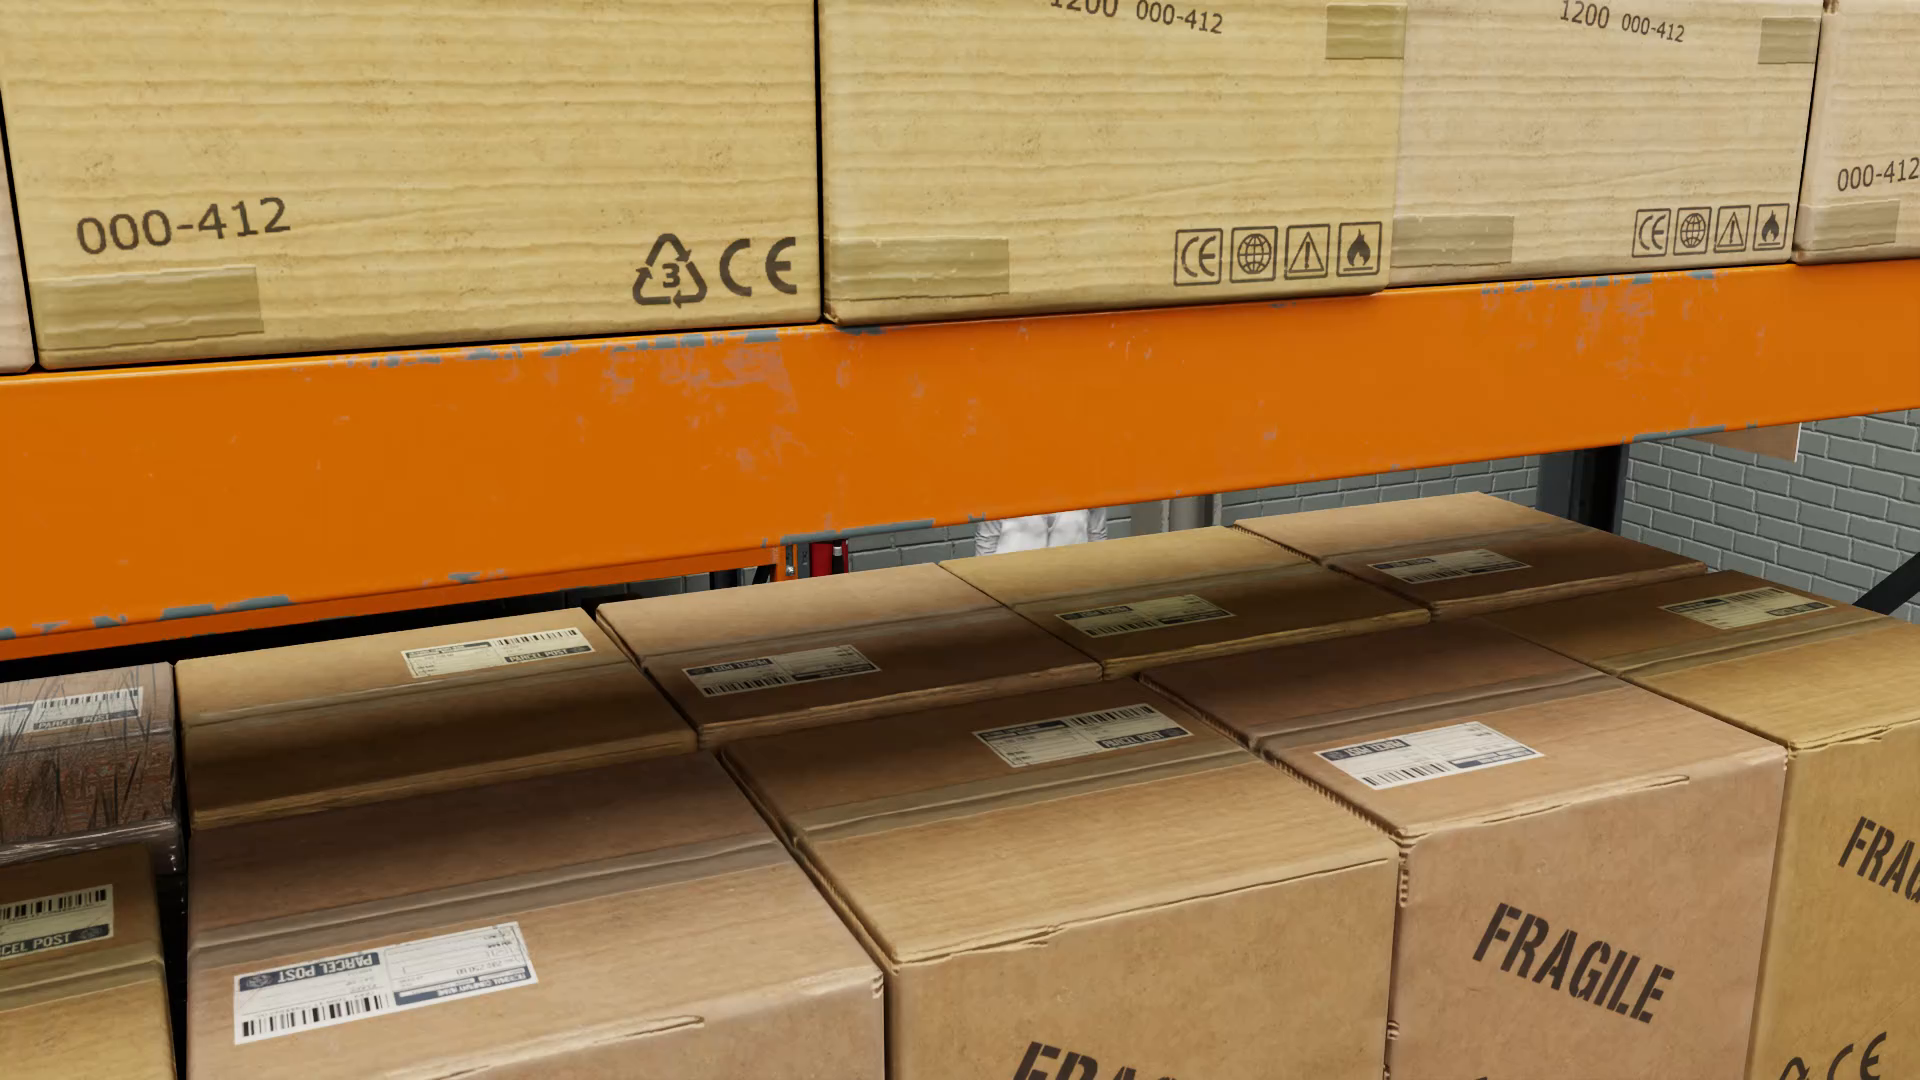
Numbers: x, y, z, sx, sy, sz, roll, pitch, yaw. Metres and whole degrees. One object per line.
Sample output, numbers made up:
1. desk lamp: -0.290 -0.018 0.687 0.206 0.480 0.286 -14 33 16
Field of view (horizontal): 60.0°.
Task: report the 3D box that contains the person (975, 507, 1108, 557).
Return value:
1. person: 0.350 0.232 7.110 0.594 1.771 0.462 -2 15 -8
